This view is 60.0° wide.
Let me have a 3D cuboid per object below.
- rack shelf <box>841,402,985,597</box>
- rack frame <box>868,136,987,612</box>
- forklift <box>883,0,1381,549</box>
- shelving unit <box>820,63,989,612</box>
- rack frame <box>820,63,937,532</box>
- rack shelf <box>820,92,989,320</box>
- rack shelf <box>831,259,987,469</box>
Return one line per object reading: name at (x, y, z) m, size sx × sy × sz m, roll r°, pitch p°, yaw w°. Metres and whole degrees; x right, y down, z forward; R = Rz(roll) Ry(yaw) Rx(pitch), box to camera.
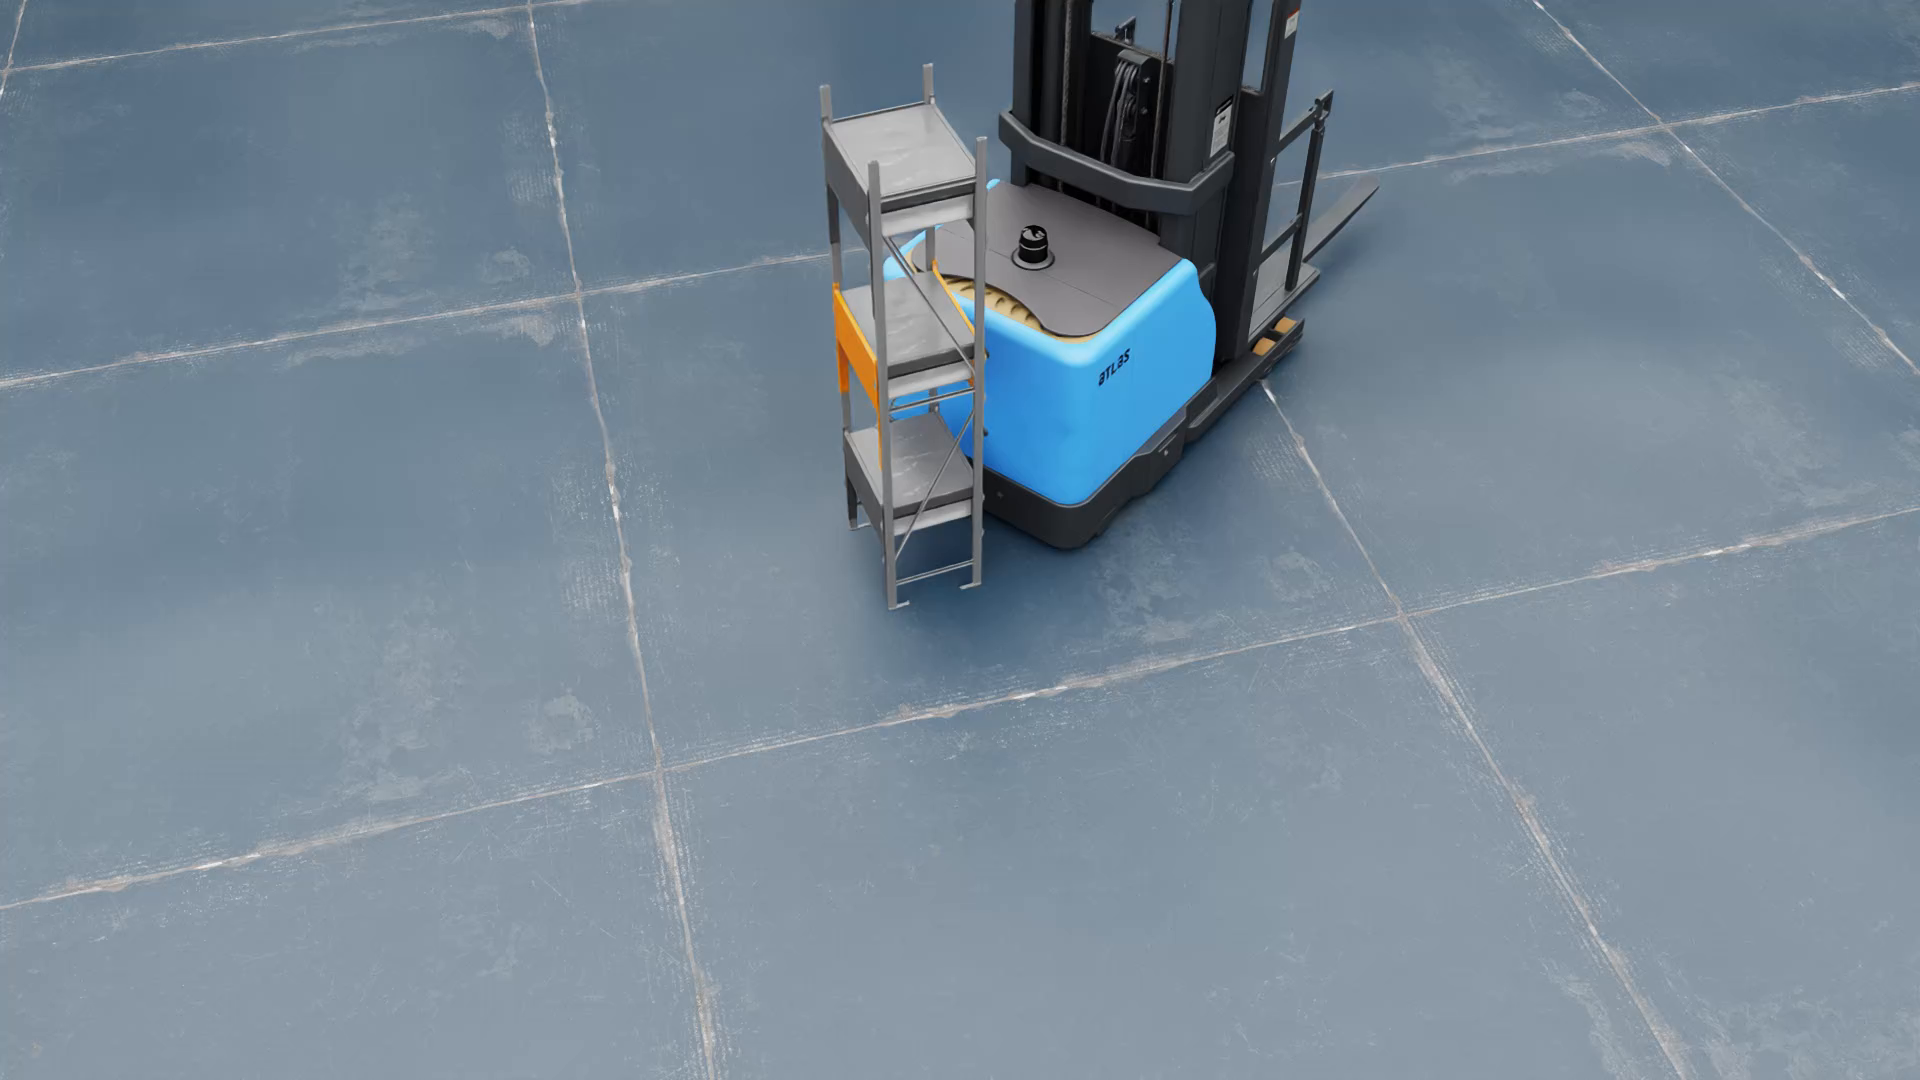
rack shelf at (-0.191, -0.165, 6.692) m, size 0.431 × 0.518 × 0.480 m, roll -16°, pitch 48°, yaw -15°
rack frame at (-0.102, -0.502, 6.023) m, size 0.400 × 2.100 × 0.015 m, roll -16°, pitch 48°, yaw -15°
forklift at (0.965, -1.994, 6.903) m, size 1.130 × 2.935 × 3.031 m, roll 29°, pitch 52°, yaw 25°
shelving unit at (-0.191, -0.665, 6.182) m, size 0.431 × 2.100 × 0.503 m, roll -16°, pitch 48°, yaw -15°
rack frame at (-0.280, -0.827, 6.341) m, size 0.400 × 2.100 × 0.015 m, roll -16°, pitch 48°, yaw -15°
rack shelf at (-0.191, -1.145, 5.692) m, size 0.431 × 0.518 × 0.480 m, roll -16°, pitch 48°, yaw -15°
rack shelf at (-0.191, -0.655, 6.192) m, size 0.431 × 0.518 × 0.480 m, roll -16°, pitch 48°, yaw -15°
